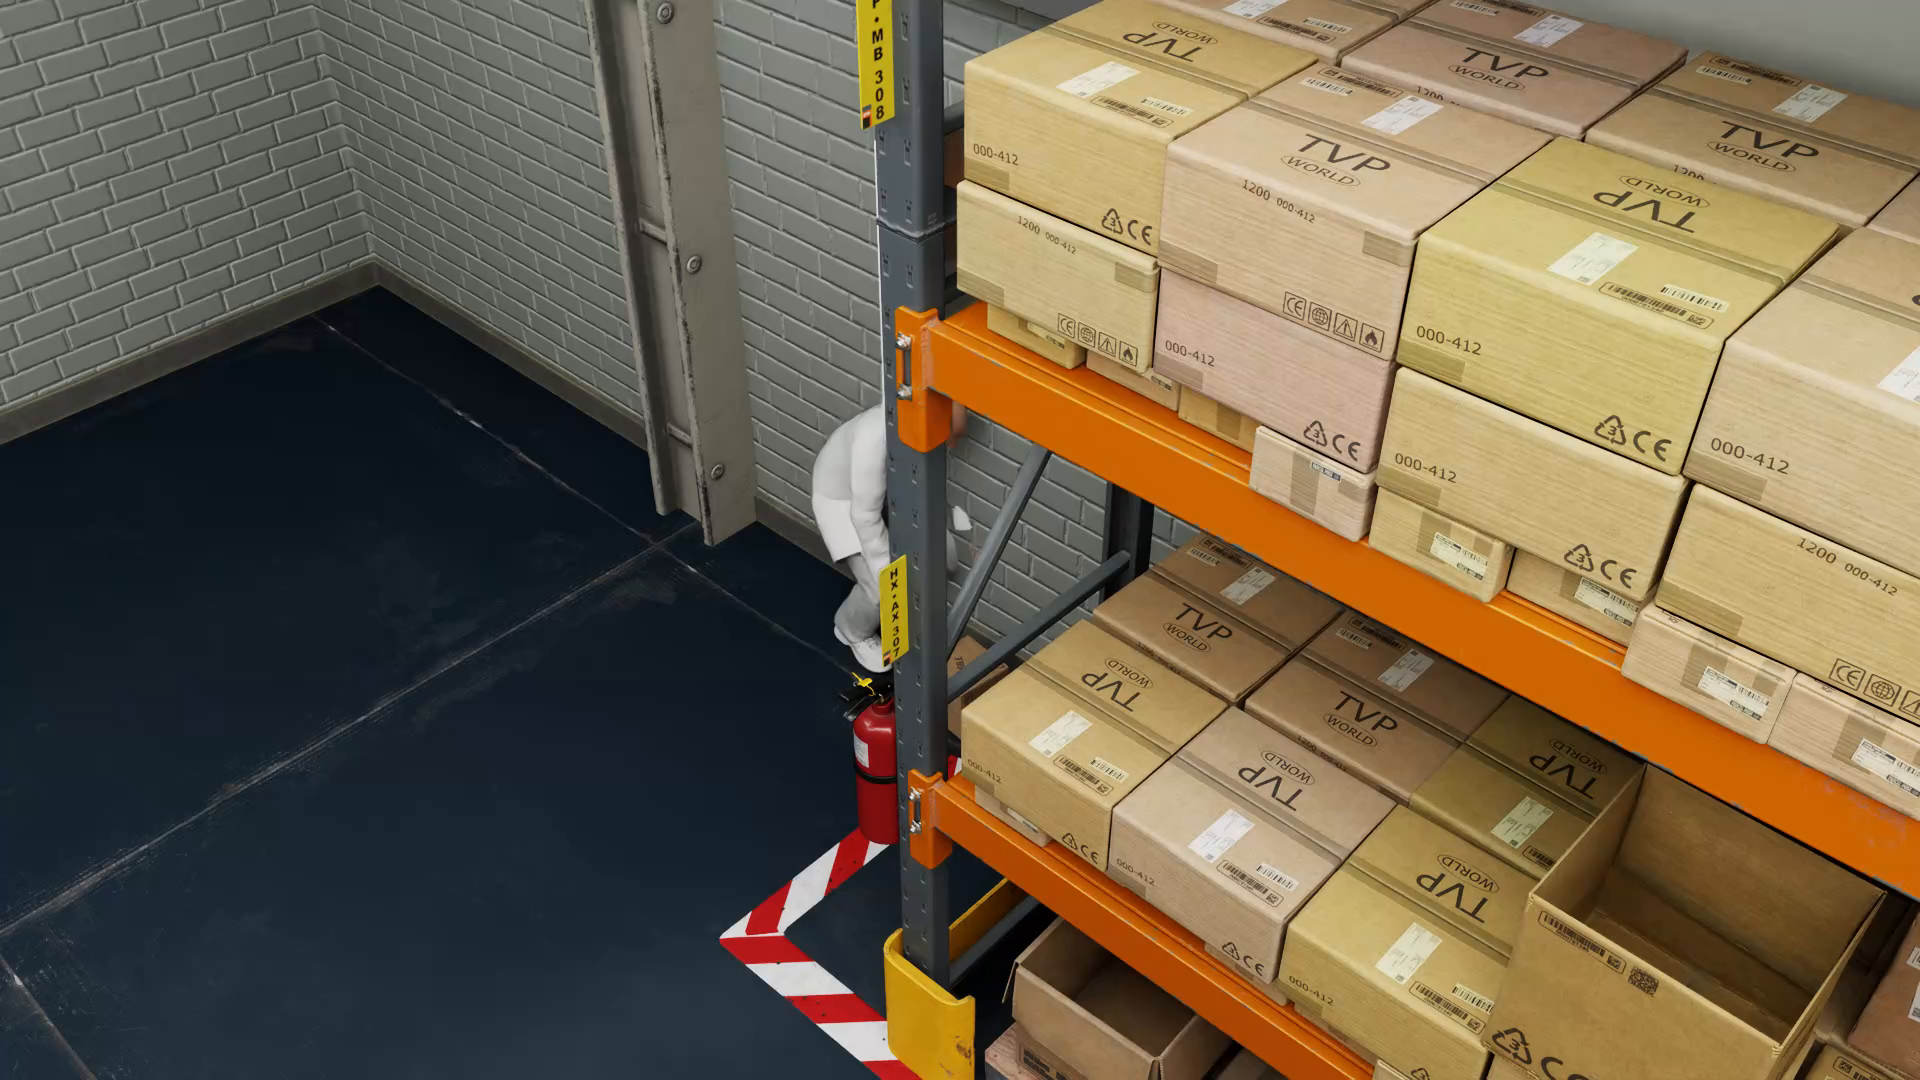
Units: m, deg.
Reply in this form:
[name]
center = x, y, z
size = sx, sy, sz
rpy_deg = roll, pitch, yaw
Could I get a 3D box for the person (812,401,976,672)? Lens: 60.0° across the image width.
[person]
center = -0.246, -0.115, 6.629
size = 0.631, 1.380, 0.737
rpy_deg = -28, 47, -31
